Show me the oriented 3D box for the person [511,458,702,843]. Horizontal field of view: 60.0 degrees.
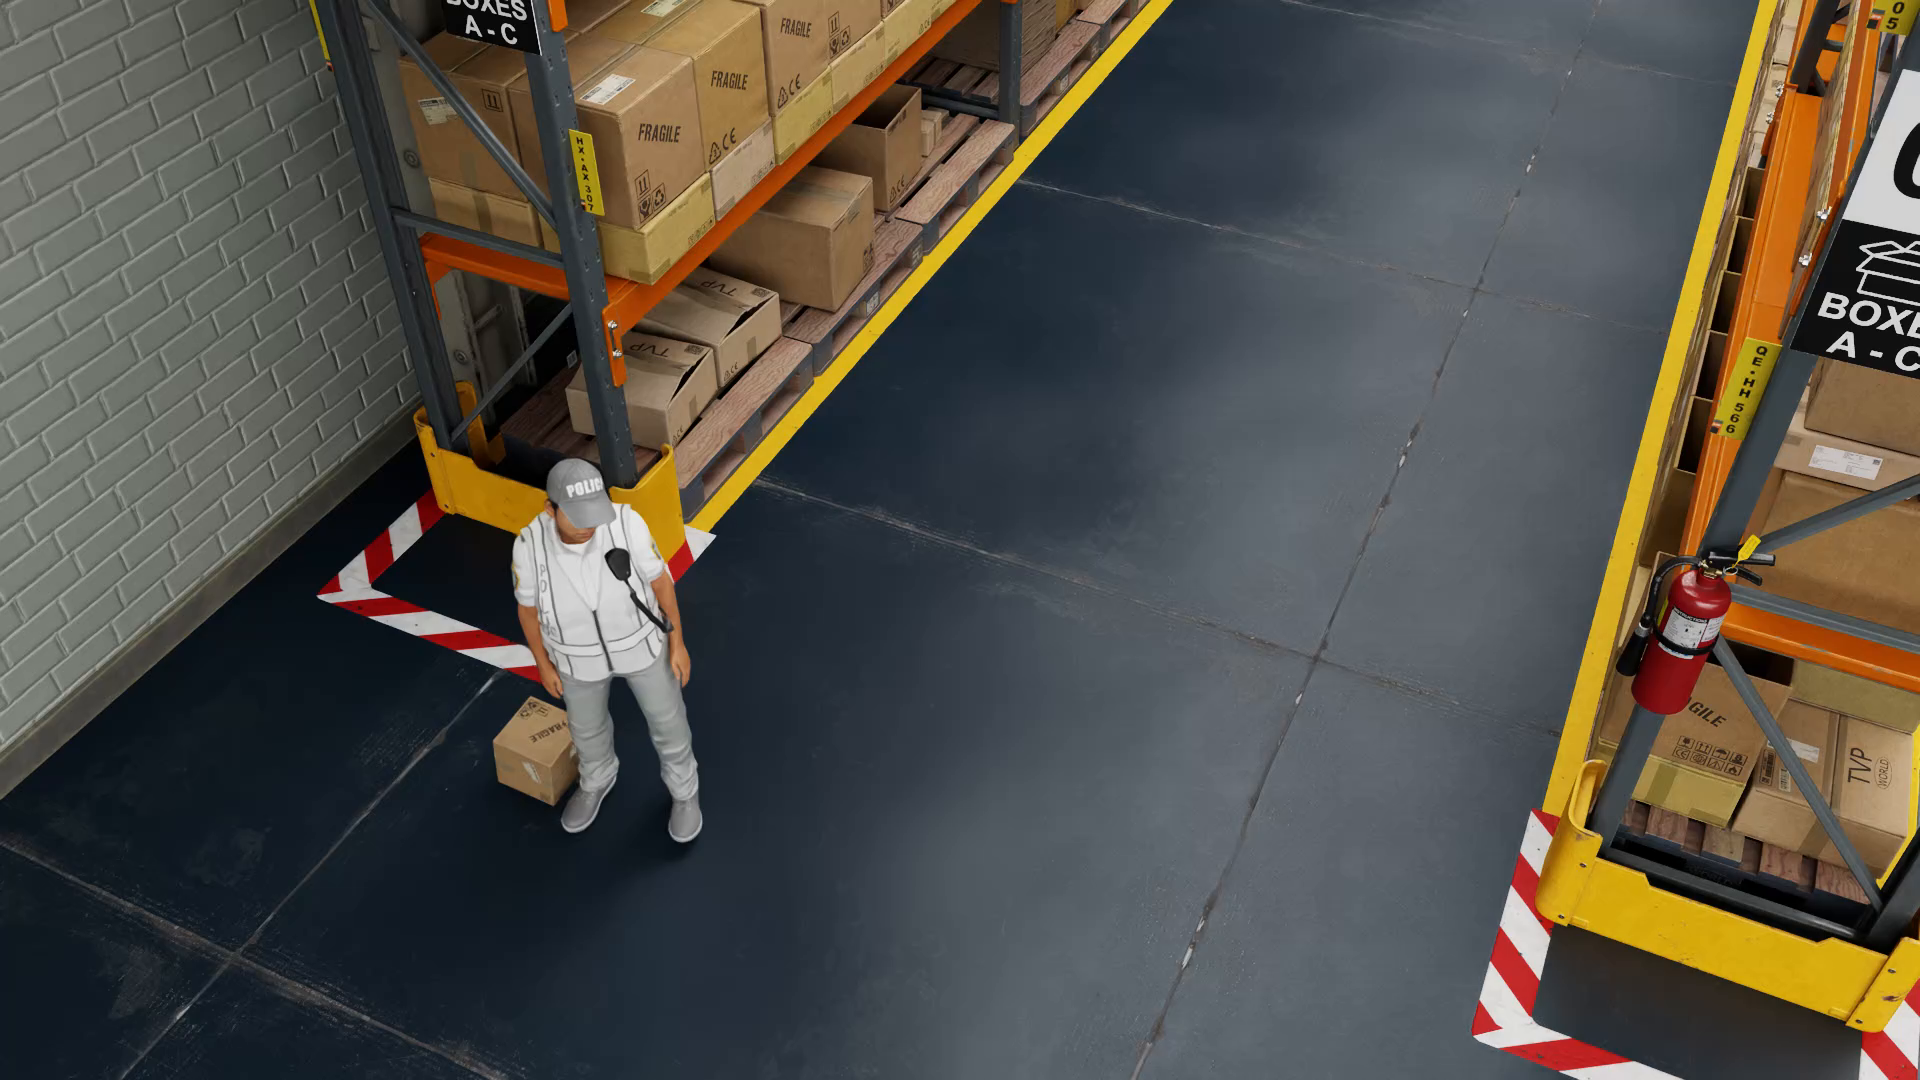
[{"bbox_3d":[-1.212,0.395,5.688,0.561,1.672,0.444,-8,43,-8],"label":"person"}]
